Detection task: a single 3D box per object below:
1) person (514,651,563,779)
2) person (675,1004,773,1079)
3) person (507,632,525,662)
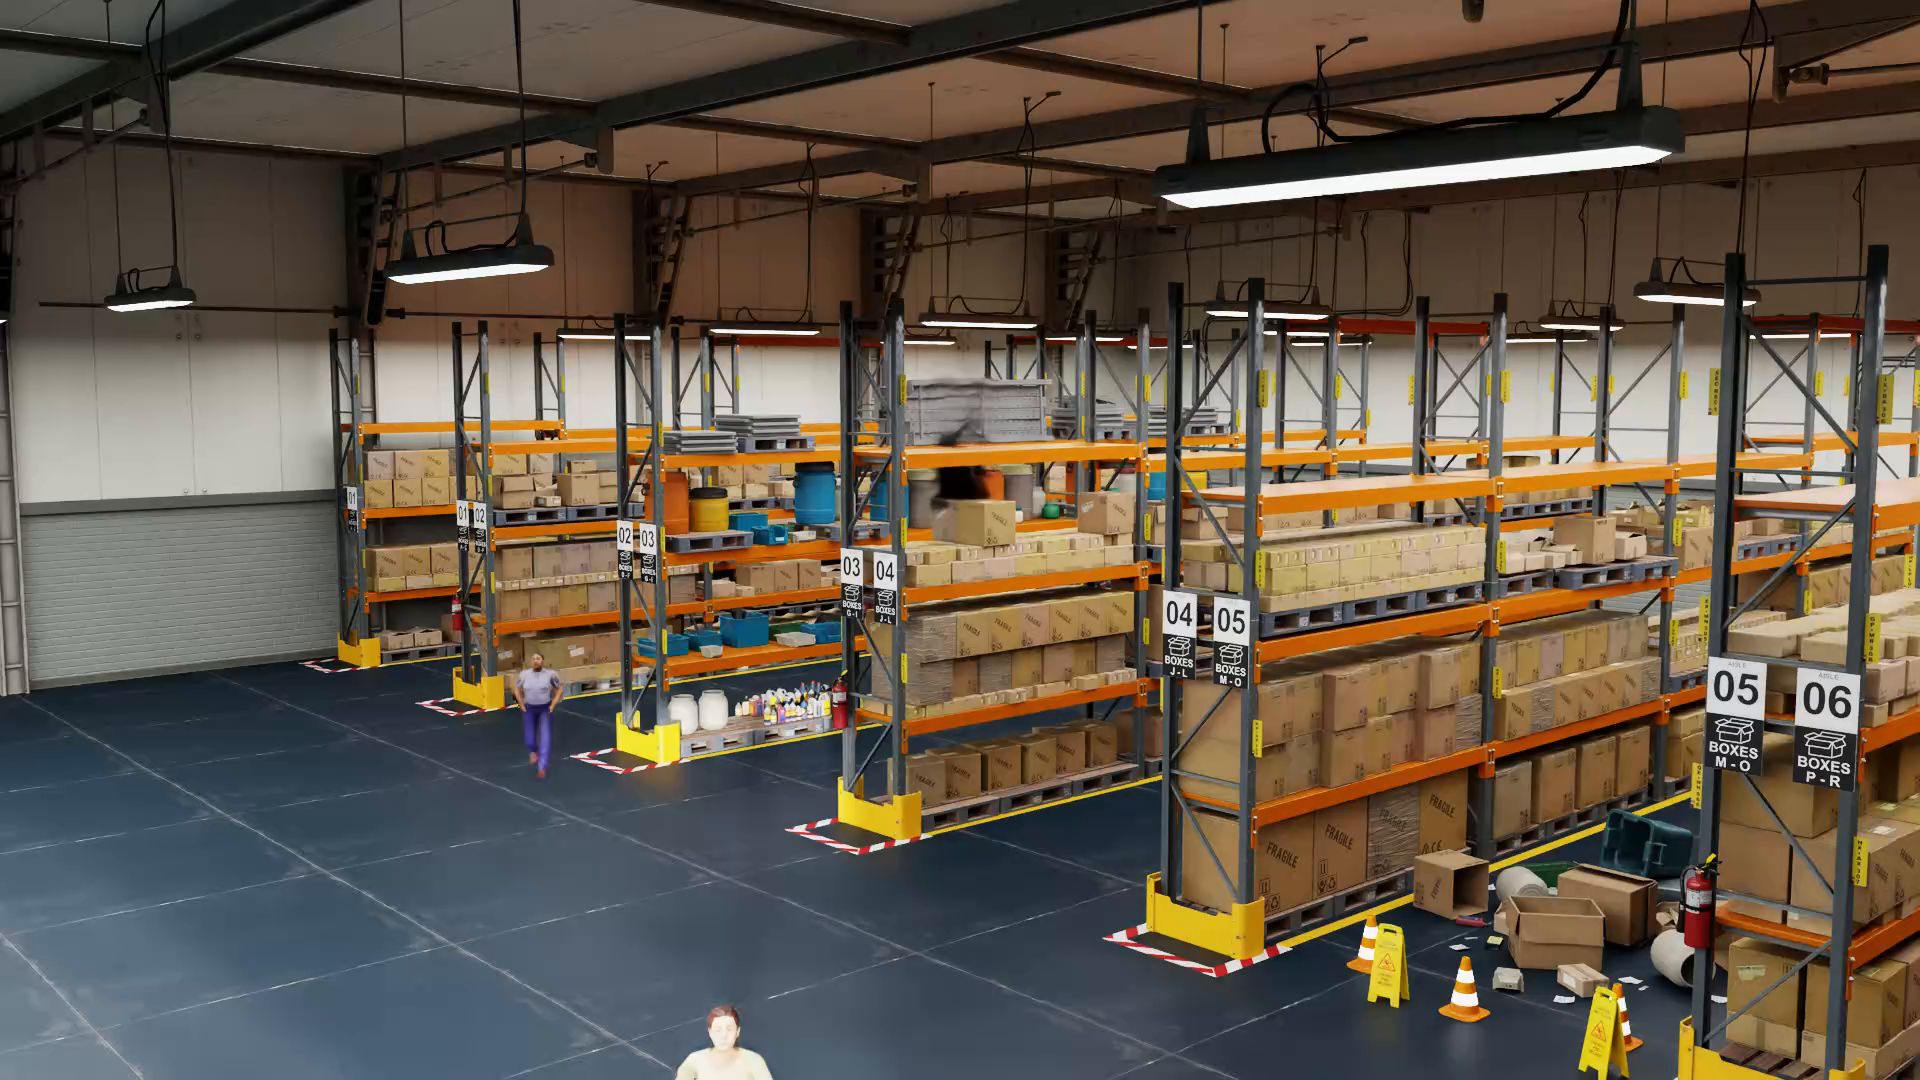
[{"bbox_3d":[-5.467,2.246,21.594,0.622,1.649,0.653,-1,6,-8],"label":"person"},{"bbox_3d":[-1.320,3.417,9.350,0.588,1.643,0.895,-1,6,-7],"label":"person"},{"bbox_3d":[-7.727,1.443,28.593,0.702,1.809,0.968,5,8,42],"label":"person"}]
